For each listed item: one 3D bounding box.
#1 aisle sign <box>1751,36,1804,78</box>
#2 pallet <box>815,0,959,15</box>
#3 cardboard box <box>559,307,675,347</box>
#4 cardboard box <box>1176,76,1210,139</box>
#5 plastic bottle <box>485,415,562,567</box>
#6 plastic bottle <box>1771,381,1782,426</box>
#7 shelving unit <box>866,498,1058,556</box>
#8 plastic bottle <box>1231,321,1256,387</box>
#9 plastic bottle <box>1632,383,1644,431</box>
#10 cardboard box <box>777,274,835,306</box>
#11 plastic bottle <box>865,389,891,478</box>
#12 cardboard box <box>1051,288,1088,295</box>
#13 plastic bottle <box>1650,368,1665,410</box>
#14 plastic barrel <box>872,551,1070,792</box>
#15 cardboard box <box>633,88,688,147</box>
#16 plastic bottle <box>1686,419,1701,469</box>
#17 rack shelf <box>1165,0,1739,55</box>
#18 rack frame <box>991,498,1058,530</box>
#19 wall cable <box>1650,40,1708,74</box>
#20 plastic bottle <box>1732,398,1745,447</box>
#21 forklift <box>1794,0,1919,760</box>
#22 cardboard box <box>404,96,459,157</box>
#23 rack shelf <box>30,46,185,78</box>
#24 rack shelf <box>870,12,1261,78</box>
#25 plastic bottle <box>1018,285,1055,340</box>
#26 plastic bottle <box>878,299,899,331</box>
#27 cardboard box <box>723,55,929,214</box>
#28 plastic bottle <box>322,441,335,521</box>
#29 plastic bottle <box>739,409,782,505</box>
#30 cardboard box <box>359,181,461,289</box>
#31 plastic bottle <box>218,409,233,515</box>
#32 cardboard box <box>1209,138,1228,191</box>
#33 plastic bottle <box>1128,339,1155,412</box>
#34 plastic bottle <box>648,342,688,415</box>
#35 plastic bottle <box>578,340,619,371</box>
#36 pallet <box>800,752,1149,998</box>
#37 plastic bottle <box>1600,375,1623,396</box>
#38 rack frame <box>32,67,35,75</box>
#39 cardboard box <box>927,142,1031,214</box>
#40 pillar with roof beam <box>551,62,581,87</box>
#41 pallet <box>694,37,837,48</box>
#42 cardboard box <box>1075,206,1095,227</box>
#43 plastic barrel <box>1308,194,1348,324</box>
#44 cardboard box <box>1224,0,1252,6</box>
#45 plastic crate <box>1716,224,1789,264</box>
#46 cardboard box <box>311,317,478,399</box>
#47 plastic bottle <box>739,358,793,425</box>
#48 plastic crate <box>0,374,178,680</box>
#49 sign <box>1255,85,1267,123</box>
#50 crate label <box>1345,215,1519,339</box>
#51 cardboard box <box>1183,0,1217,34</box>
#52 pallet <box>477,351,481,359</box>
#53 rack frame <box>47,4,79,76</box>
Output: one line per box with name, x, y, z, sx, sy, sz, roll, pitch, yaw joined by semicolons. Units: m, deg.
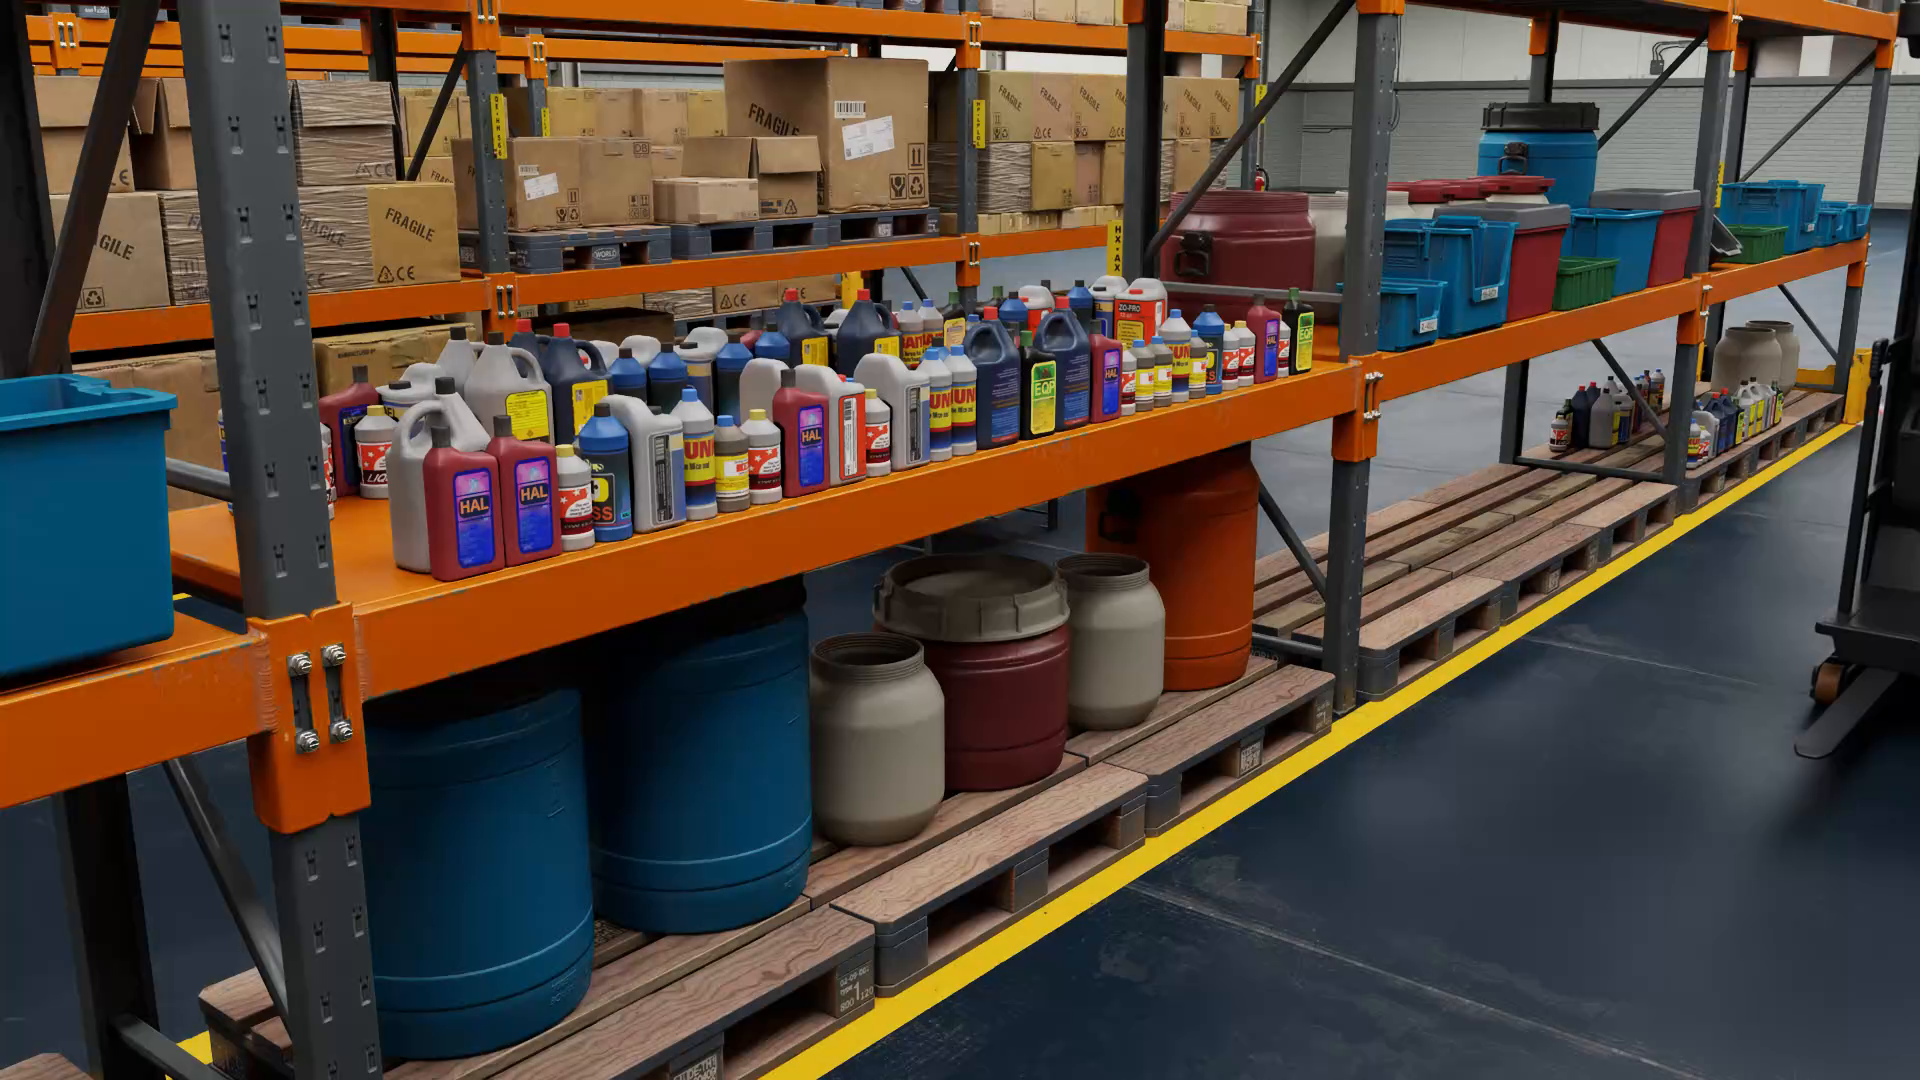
aisle sign;5.882;-3.744;11.990;0.394;0.787;0.004;11;18;38
pallet;-0.772;-3.687;11.332;1.213;0.211;1.003;11;18;38
cardboard box;-2.092;-1.261;10.154;0.500;0.250;0.500;-14;20;-43
cardboard box;1.749;-3.629;13.977;0.500;0.500;0.500;11;18;38
plastic bottle;-0.831;-0.100;3.162;0.061;0.283;0.133;11;18;38
plastic bottle;5.192;-0.877;10.607;0.061;0.283;0.133;12;18;39
shelving unit;-0.004;-0.544;8.479;0.538;1.125;1.048;11;18;38
plastic bottle;0.883;-0.590;5.256;0.097;0.201;0.097;0;14;0
plastic bottle;4.244;-0.837;10.447;0.061;0.283;0.133;11;18;38
cardboard box;-1.957;-3.012;17.850;0.875;0.875;0.875;11;18;38
plastic bottle;-0.214;-0.256;3.941;0.097;0.201;0.097;0;14;0
cardboard box;1.050;-1.830;13.958;0.500;0.500;0.500;14;20;43
plastic bottle;4.683;-1.017;11.182;0.097;0.271;0.097;0;14;0
plastic barrel;0.033;0.385;5.061;0.600;0.588;0.708;11;18;38
cardboard box;-3.136;-4.079;16.091;0.875;0.550;0.550;11;18;38
plastic bottle;4.092;-0.543;9.317;0.097;0.271;0.097;0;14;0
rack shelf;2.294;-2.381;7.273;1.077;0.370;4.000;11;18;38
rack frame;0.315;-0.641;8.863;0.500;1.125;0.032;11;18;38
wall cable;18.612;-14.687;41.255;2.305;6.003;0.169;11;18;38
plastic bottle;4.636;-0.708;9.939;0.061;0.283;0.133;12;19;40
forklift;3.803;-0.780;5.739;1.130;2.935;3.031;12;18;38
cardboard box;-4.725;-3.551;14.274;0.700;0.500;0.500;11;18;37
rack shelf;-9.267;-4.681;16.327;1.077;0.370;4.000;11;18;38
rack shelf;0.956;-3.914;13.306;1.077;0.370;4.000;11;18;38
plastic bottle;0.223;-0.712;5.584;0.152;0.276;0.135;11;18;38
plastic bottle;-0.248;-0.589;5.088;0.061;0.283;0.133;11;18;38
cardboard box;-0.910;-2.789;11.440;1.000;1.000;1.000;11;18;38
plastic bottle;-1.372;-0.141;3.487;0.097;0.201;0.097;0;14;0
plastic bottle;-0.443;-0.186;3.666;0.097;0.201;0.097;0;14;0
cardboard box;-2.933;-1.575;8.528;0.500;0.500;0.500;12;19;39
plastic bottle;-1.481;-0.192;3.540;0.152;0.276;0.135;11;18;38
cardboard box;1.845;-3.283;14.647;0.875;0.500;0.500;11;18;38
plastic bottle;0.516;-0.478;4.816;0.097;0.201;0.097;0;14;0
plastic bottle;-0.741;-0.367;4.236;0.097;0.271;0.097;0;14;0
plastic bottle;-0.934;-0.359;4.196;0.152;0.276;0.135;11;18;38
pallet;-0.193;0.848;4.854;1.003;0.211;1.213;11;18;38
plastic bottle;4.055;-0.855;10.383;0.144;0.351;0.185;11;18;37
rack frame;-11.873;-4.727;21.137;1.000;3.000;0.127;11;18;38
cardboard box;0.029;-2.695;12.332;0.875;0.500;0.500;11;18;38
pillar with roof beam;-3.378;-8.889;25.338;9.100;9.000;0.400;11;18;38
pallet;-2.040;-5.246;17.268;1.003;0.211;1.213;11;18;38
cardboard box;0.834;-2.542;13.046;0.380;0.149;0.250;11;18;38
plastic barrel;1.517;-1.177;6.938;0.421;0.512;0.421;0;14;0
cardboard box;2.281;-4.665;14.295;0.380;0.149;0.250;11;18;38
plastic crate;4.624;-1.773;9.939;0.450;0.188;0.662;11;18;38
cardboard box;-3.265;-0.704;8.766;1.225;0.875;0.875;10;17;35
plastic bottle;-0.426;-0.297;3.954;0.152;0.276;0.135;11;18;38
plastic crate;-1.505;-0.006;2.466;0.392;0.384;0.575;11;18;38
sign;2.632;-3.816;14.560;0.100;0.325;0.005;11;18;38
crate label;1.872;-1.059;6.626;0.502;0.435;0.616;11;18;38
cardboard box;1.796;-4.345;13.847;0.500;0.250;0.500;11;18;38
pallet;-4.522;-1.702;14.892;1.003;0.211;1.213;11;18;38
rack frame;-6.610;-2.446;12.161;1.000;3.000;0.127;11;18;38
